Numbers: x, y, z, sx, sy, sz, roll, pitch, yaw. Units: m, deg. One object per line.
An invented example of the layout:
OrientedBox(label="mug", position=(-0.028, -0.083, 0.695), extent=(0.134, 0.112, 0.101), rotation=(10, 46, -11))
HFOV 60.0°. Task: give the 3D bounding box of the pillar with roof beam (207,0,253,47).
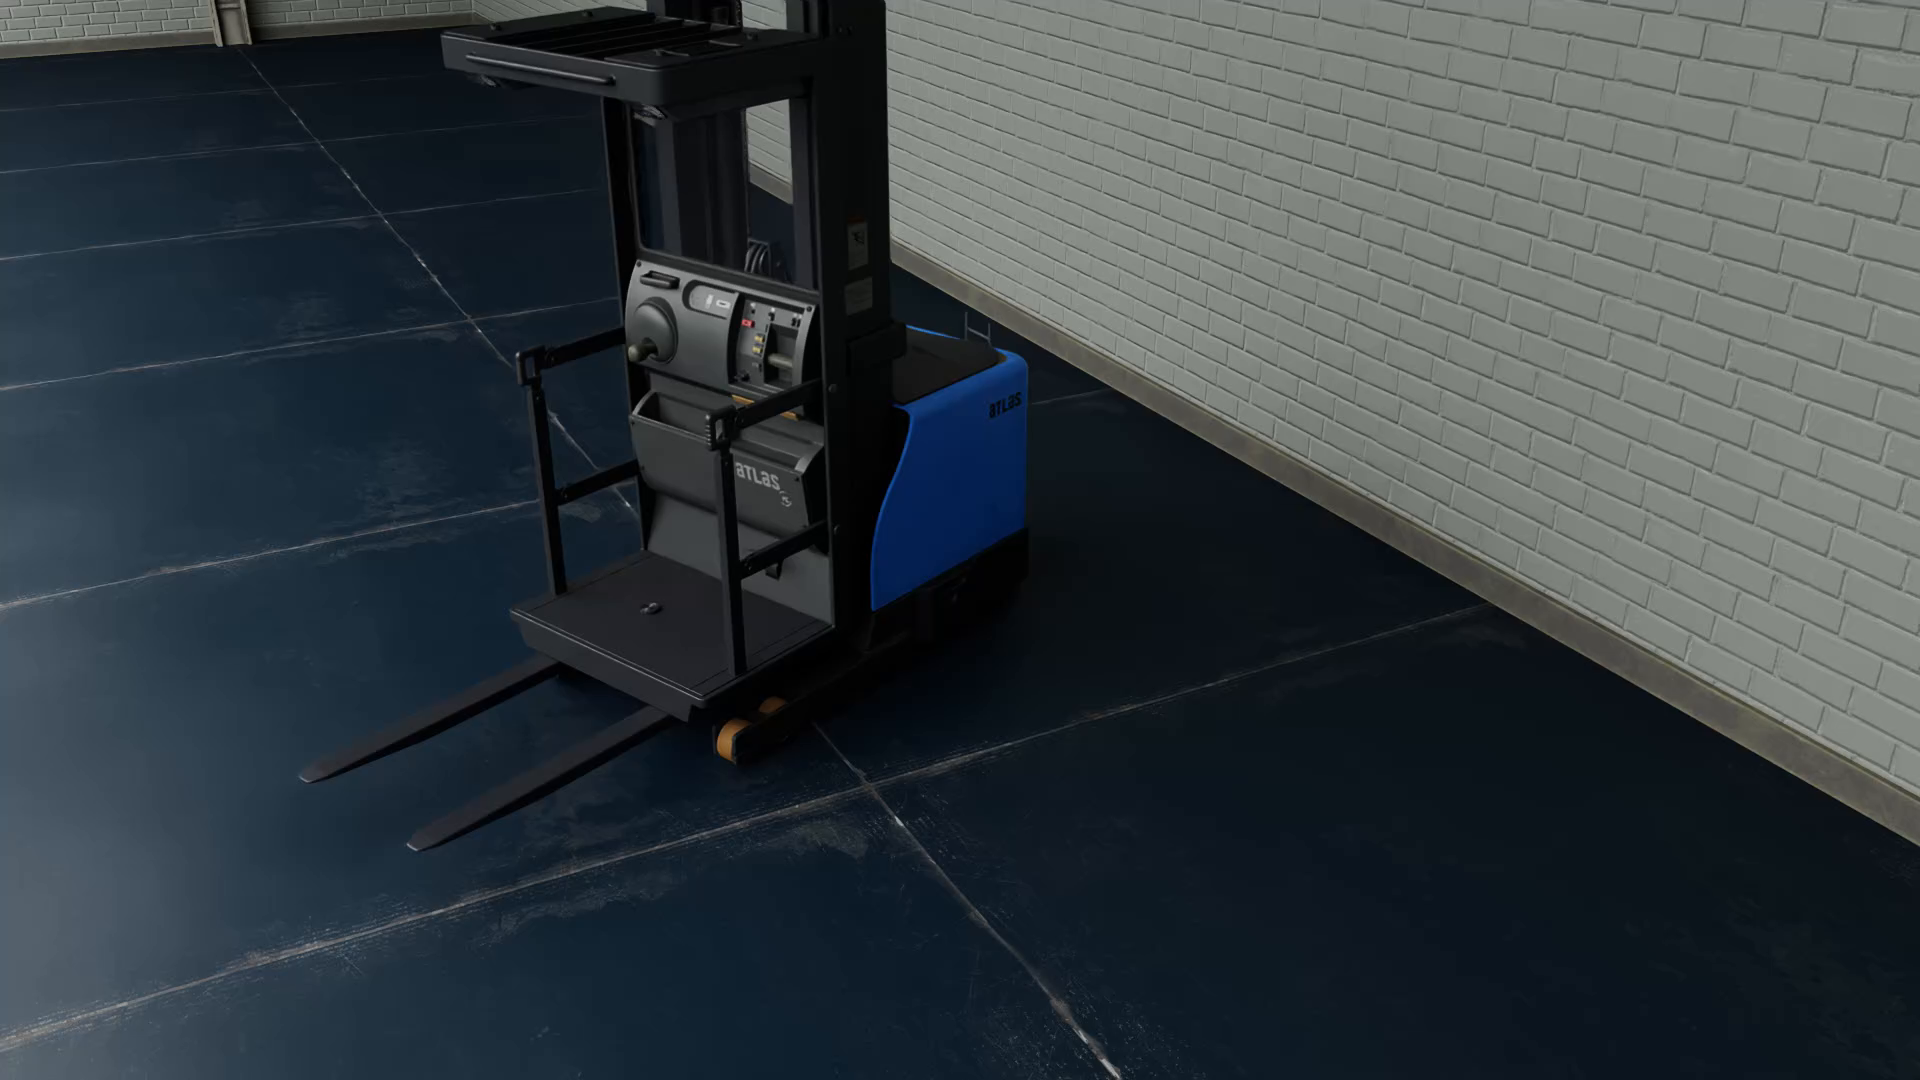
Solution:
OrientedBox(label="pillar with roof beam", position=(-6.922, -8.532, 15.124), extent=(0.400, 9.000, 9.100), rotation=(-13, 29, -25))

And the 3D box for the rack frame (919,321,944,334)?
OrientedBox(label="rack frame", position=(-0.124, -0.456, 7.487), extent=(0.008, 1.050, 0.200), rotation=(-16, 30, -29))

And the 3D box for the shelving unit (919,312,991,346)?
OrientedBox(label="shelving unit", position=(-0.022, -0.485, 7.547), extent=(0.252, 1.050, 0.215), rotation=(-16, 30, -29))

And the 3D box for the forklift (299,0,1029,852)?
OrientedBox(label="forklift", position=(-1.016, -0.748, 5.921), extent=(1.130, 2.935, 3.031), rotation=(19, 32, 34))

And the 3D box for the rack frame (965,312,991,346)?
OrientedBox(label="rack frame", position=(0.081, -0.513, 7.606), extent=(0.008, 1.050, 0.200), rotation=(-16, 30, -29))

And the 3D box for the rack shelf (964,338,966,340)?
OrientedBox(label="rack shelf", position=(-0.022, -0.731, 7.428), extent=(0.240, 0.259, 0.215), rotation=(-16, 30, -29))
